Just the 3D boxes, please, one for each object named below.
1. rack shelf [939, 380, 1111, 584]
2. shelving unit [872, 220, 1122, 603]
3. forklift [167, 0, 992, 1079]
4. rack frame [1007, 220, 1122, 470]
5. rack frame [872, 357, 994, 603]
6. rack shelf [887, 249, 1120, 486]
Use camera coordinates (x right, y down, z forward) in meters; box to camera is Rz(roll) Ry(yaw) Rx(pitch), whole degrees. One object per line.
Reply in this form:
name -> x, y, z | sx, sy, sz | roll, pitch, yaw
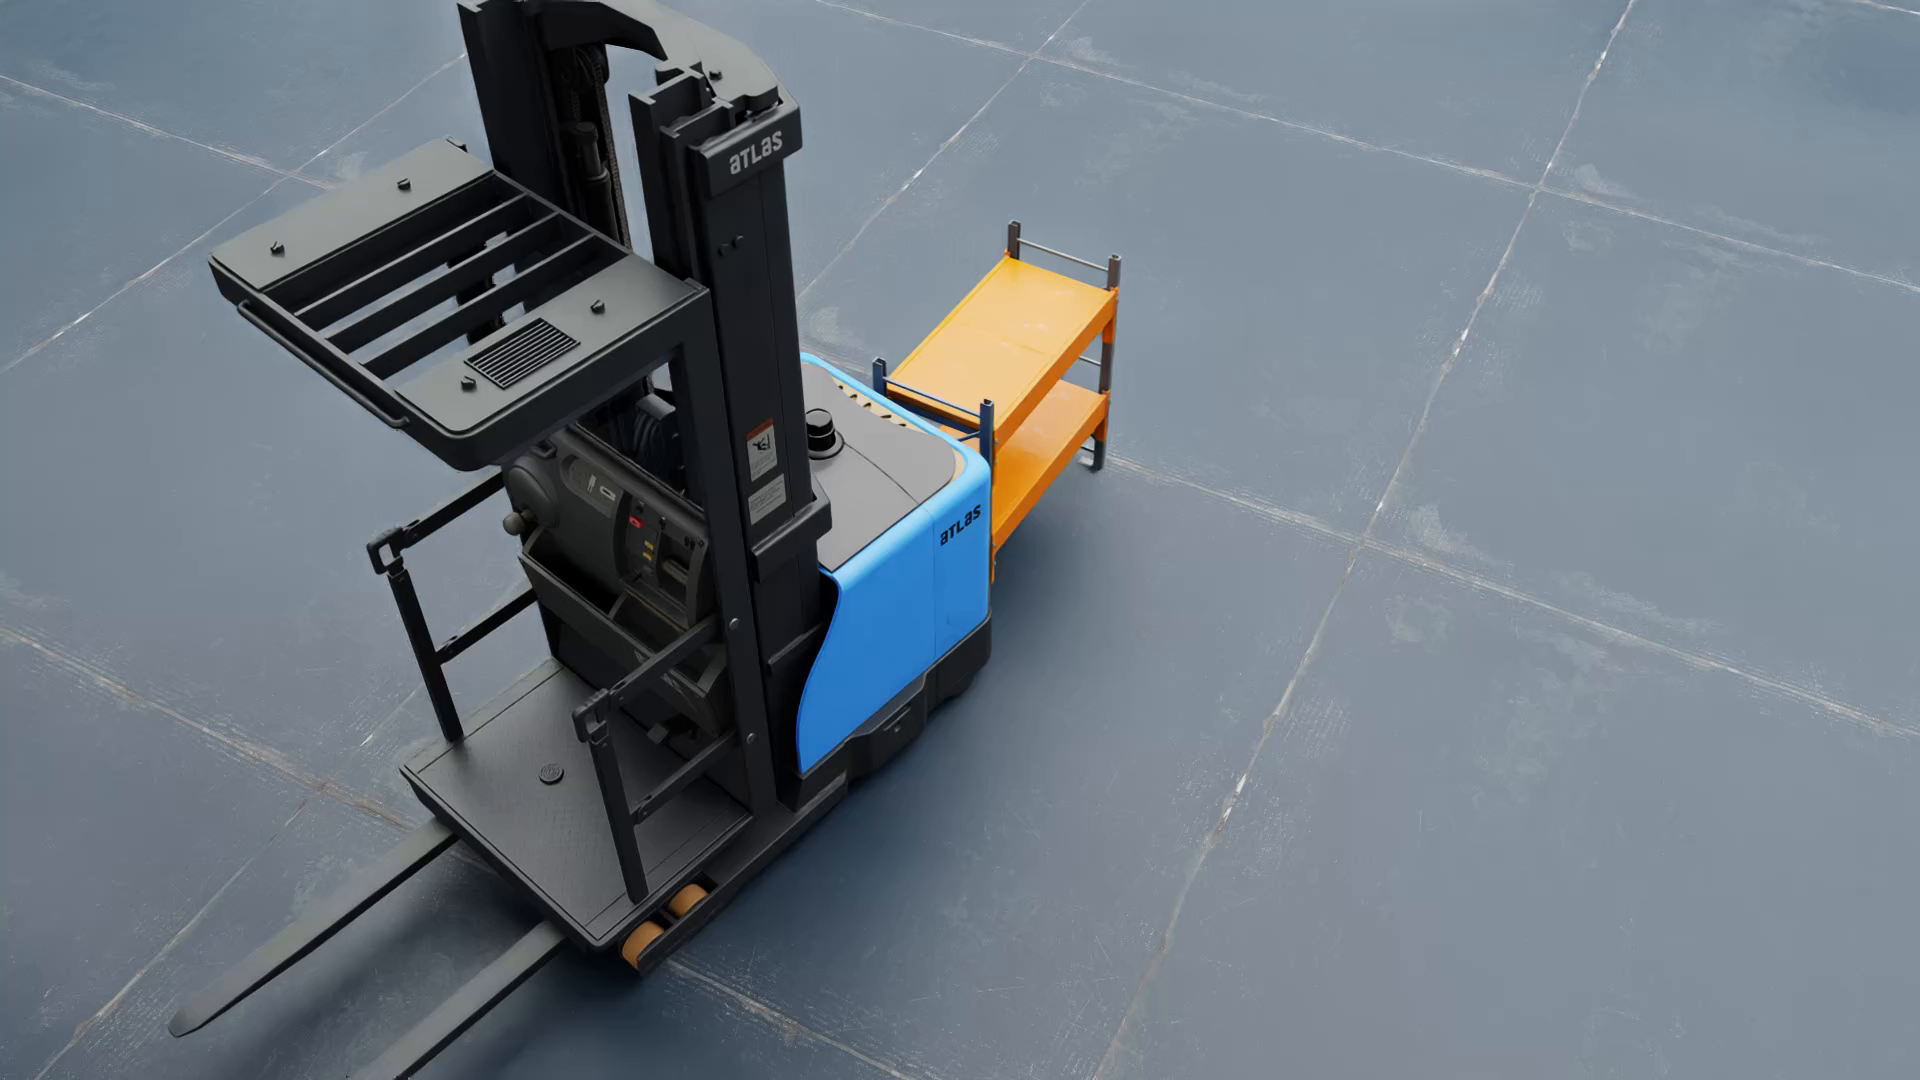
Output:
rack shelf -> 0.158, -0.319, 6.898 | 0.538, 0.278, 1.000 | 23, 50, 21
shelving unit -> 0.158, -0.491, 6.725 | 0.538, 1.125, 1.048 | 23, 50, 21
forklift -> -1.233, 0.003, 4.966 | 1.130, 2.935, 3.031 | 32, 54, 28
rack frame -> 0.416, -0.803, 7.032 | 0.500, 1.125, 0.032 | 23, 50, 21
rack frame -> -0.100, -0.180, 6.417 | 0.500, 1.125, 0.032 | 23, 50, 21
rack shelf -> 0.158, -0.697, 6.516 | 0.538, 0.278, 1.000 | 23, 50, 21
